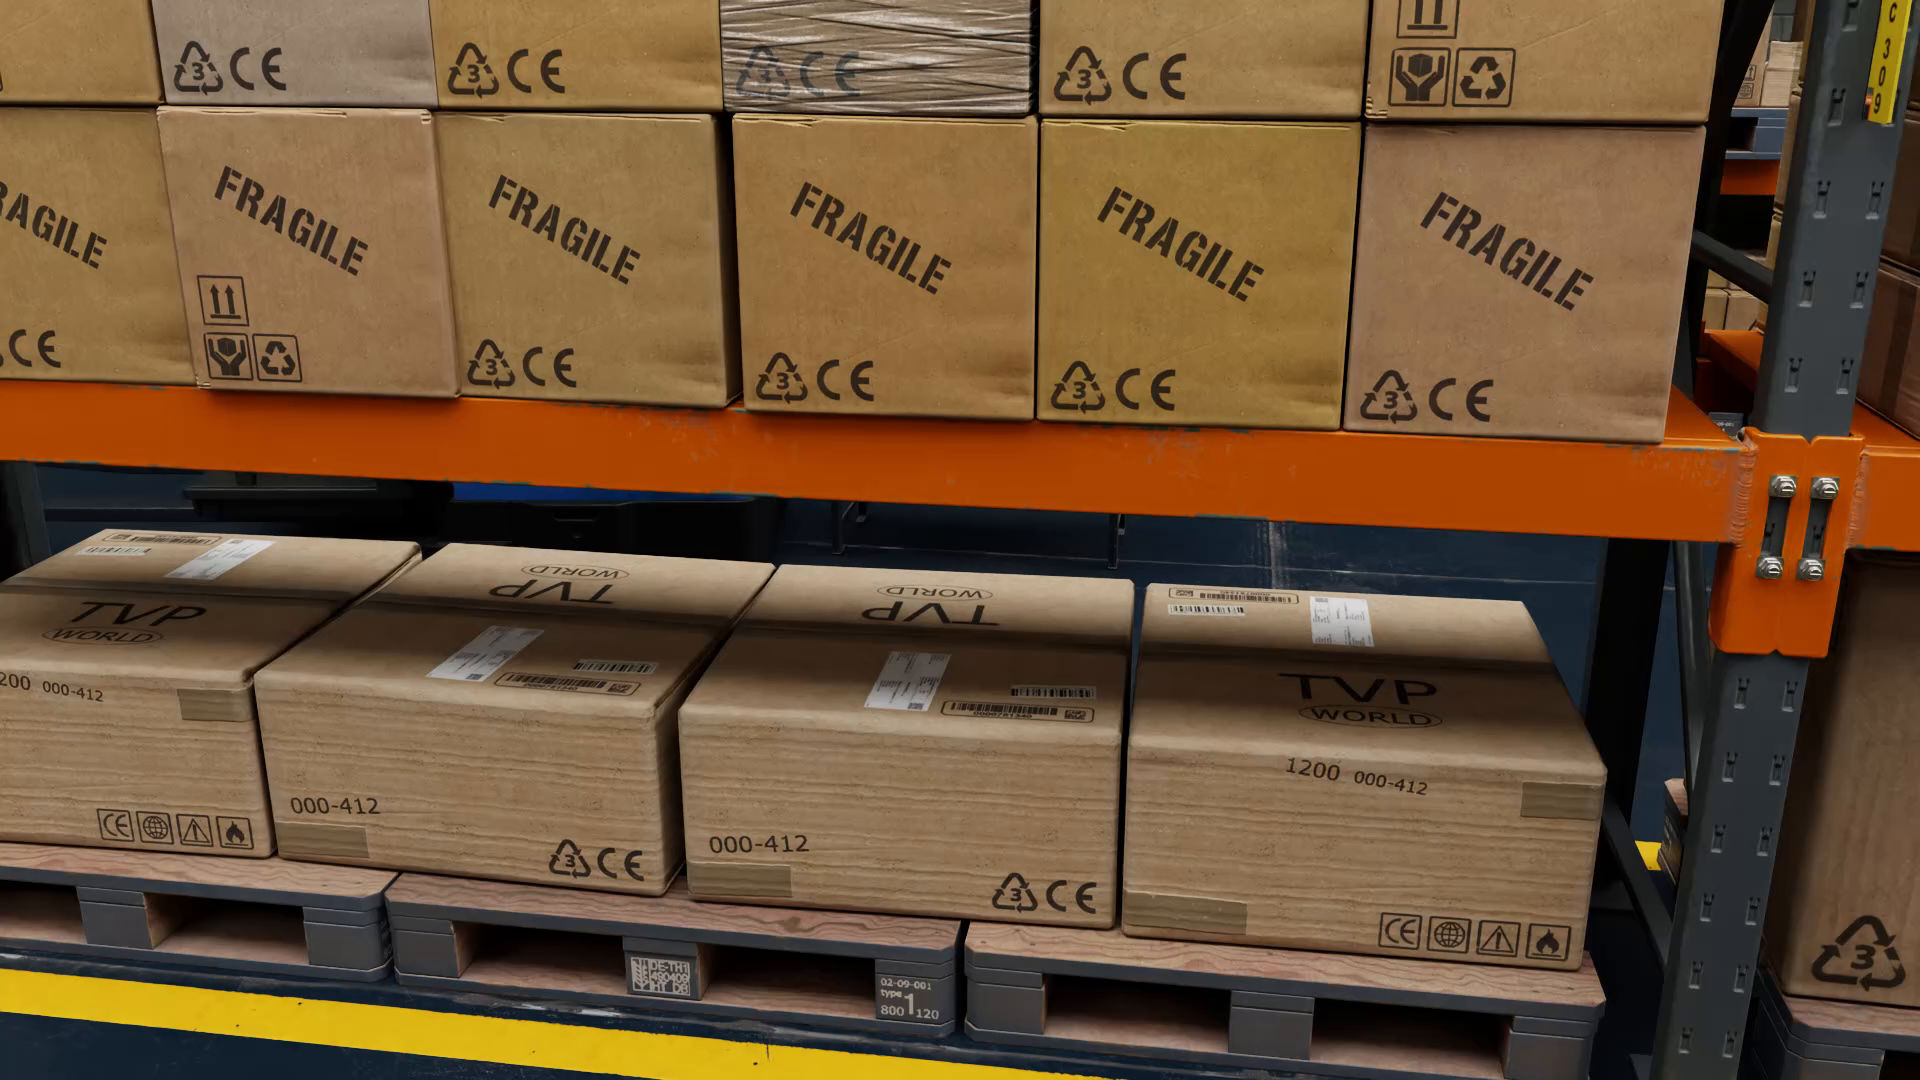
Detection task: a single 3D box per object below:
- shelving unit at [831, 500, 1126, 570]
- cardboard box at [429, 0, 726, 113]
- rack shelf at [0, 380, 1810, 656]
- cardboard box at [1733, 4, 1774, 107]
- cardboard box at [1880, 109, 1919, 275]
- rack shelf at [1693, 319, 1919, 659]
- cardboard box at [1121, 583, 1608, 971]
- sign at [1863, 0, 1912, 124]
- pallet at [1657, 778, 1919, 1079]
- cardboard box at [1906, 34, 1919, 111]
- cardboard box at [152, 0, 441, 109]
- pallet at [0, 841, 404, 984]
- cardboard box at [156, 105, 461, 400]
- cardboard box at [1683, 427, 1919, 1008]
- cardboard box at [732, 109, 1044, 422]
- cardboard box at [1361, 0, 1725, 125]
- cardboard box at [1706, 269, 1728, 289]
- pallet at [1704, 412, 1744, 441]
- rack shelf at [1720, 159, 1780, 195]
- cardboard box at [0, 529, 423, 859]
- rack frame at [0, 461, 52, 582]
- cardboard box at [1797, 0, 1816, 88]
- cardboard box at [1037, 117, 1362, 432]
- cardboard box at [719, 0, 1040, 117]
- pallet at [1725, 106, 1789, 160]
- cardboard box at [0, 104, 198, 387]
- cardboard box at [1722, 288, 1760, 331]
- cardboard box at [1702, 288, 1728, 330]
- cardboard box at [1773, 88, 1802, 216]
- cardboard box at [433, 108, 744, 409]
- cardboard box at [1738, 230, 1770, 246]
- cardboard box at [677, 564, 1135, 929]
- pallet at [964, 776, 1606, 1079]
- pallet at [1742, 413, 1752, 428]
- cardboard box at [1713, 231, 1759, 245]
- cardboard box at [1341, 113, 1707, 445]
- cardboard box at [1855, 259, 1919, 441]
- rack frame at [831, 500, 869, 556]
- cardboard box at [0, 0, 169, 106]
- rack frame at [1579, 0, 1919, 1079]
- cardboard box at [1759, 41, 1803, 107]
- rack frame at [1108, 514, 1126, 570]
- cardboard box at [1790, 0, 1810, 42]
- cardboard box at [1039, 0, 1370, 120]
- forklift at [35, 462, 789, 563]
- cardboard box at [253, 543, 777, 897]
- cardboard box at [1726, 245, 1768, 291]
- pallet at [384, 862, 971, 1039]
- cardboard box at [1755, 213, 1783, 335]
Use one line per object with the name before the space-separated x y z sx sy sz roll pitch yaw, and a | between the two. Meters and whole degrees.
shelving unit | 0.084 -0.707 6.052 1.048 1.500 0.538 3 19 9
cardboard box | -0.590 -1.025 2.905 0.500 0.500 0.500 3 19 9
rack shelf | -0.558 -0.247 3.447 4.000 0.370 1.077 3 19 9
cardboard box | 3.154 -2.169 7.238 0.500 0.500 0.700 3 19 9
cardboard box | 1.806 -0.543 2.647 0.500 0.250 0.500 2 19 7
rack shelf | 3.391 -0.046 2.846 4.000 0.370 1.077 3 19 9
cardboard box | 0.814 0.463 3.567 0.875 0.438 0.875 3 19 8
sign | 1.330 -0.762 2.363 0.005 0.325 0.100 3 19 9
pallet | 2.191 0.850 3.429 1.213 0.211 1.003 3 19 9
cardboard box | 1.806 -0.897 2.522 0.500 0.500 0.500 3 19 9
cardboard box | -1.083 -1.050 2.979 0.500 0.500 0.500 3 19 8
pallet | -1.731 0.649 4.029 1.213 0.211 1.003 3 19 9
cardboard box | -1.101 -0.574 3.134 0.500 0.500 0.500 3 19 8
cardboard box | 2.042 0.327 3.285 0.875 0.875 0.875 4 19 10
cardboard box | -0.089 -0.523 2.981 0.500 0.500 0.500 3 19 8
cardboard box | 0.907 -0.946 2.670 0.500 0.500 0.500 3 19 8
cardboard box | 3.326 -1.254 7.579 0.250 0.149 0.380 3 19 8
pallet | 3.009 -0.691 8.036 1.213 0.211 1.003 3 19 9
rack shelf | 4.175 -1.601 7.494 4.000 0.370 1.077 3 19 9
cardboard box | -1.865 0.329 3.968 0.875 0.438 0.875 2 19 7
rack frame | -2.533 -0.689 3.634 0.127 3.000 1.000 3 19 9
cardboard box | 1.898 -1.065 3.026 0.500 0.500 0.500 4 19 10
cardboard box | 0.409 -0.502 2.919 0.500 0.500 0.500 2 19 7
cardboard box | -0.097 -0.997 2.822 0.500 0.500 0.500 3 19 9
pallet | 2.972 -1.877 7.489 1.213 0.211 1.003 3 19 9
cardboard box | -1.600 -0.605 3.227 0.500 0.500 0.500 3 19 8
cardboard box | 3.662 -0.911 7.577 0.500 0.500 0.500 2 19 7
cardboard box | 3.170 -0.938 7.656 0.500 0.500 0.500 3 19 8
cardboard box | 1.891 -0.707 3.138 0.500 0.250 0.500 3 19 9
cardboard box | -0.604 -0.554 3.074 0.500 0.500 0.500 4 19 10
cardboard box | 3.894 -1.384 7.967 0.250 0.149 0.380 3 19 9
cardboard box | -0.070 0.418 3.701 0.875 0.438 0.875 2 19 7
pallet | 0.678 0.772 3.662 1.213 0.211 1.003 3 19 9
pallet | 4.218 -0.630 7.855 1.213 0.211 1.003 3 19 9
cardboard box | 3.632 -1.379 7.953 0.250 0.149 0.380 3 19 10
cardboard box | 0.918 -0.478 2.847 0.500 0.500 0.500 3 19 9
cardboard box | 1.809 -0.311 2.743 0.500 0.250 0.500 2 19 7
rack frame | -0.418 -0.733 6.129 0.032 1.500 0.500 3 19 9
cardboard box | -1.593 -1.073 3.049 0.500 0.500 0.500 2 19 7
rack frame | 1.417 -0.487 3.032 0.127 3.000 1.000 3 19 9
cardboard box | 3.511 -1.988 7.067 0.258 0.266 0.396 4 19 11
rack frame | 0.586 -0.681 5.976 0.032 1.500 0.500 3 19 9
cardboard box | 3.929 -2.129 7.120 0.500 0.500 0.700 3 19 8
cardboard box | 0.407 -0.974 2.754 0.500 0.500 0.500 3 19 8
forklift | -2.191 -1.395 5.852 3.031 2.935 1.130 0 19 0
cardboard box | -0.960 0.373 3.839 0.875 0.438 0.875 3 19 10
cardboard box | 3.567 -1.230 7.506 0.250 0.149 0.380 3 19 9
pallet | -0.530 0.712 3.844 1.213 0.211 1.003 3 19 9
cardboard box | 1.900 -0.473 3.225 0.500 0.250 0.500 2 19 7
